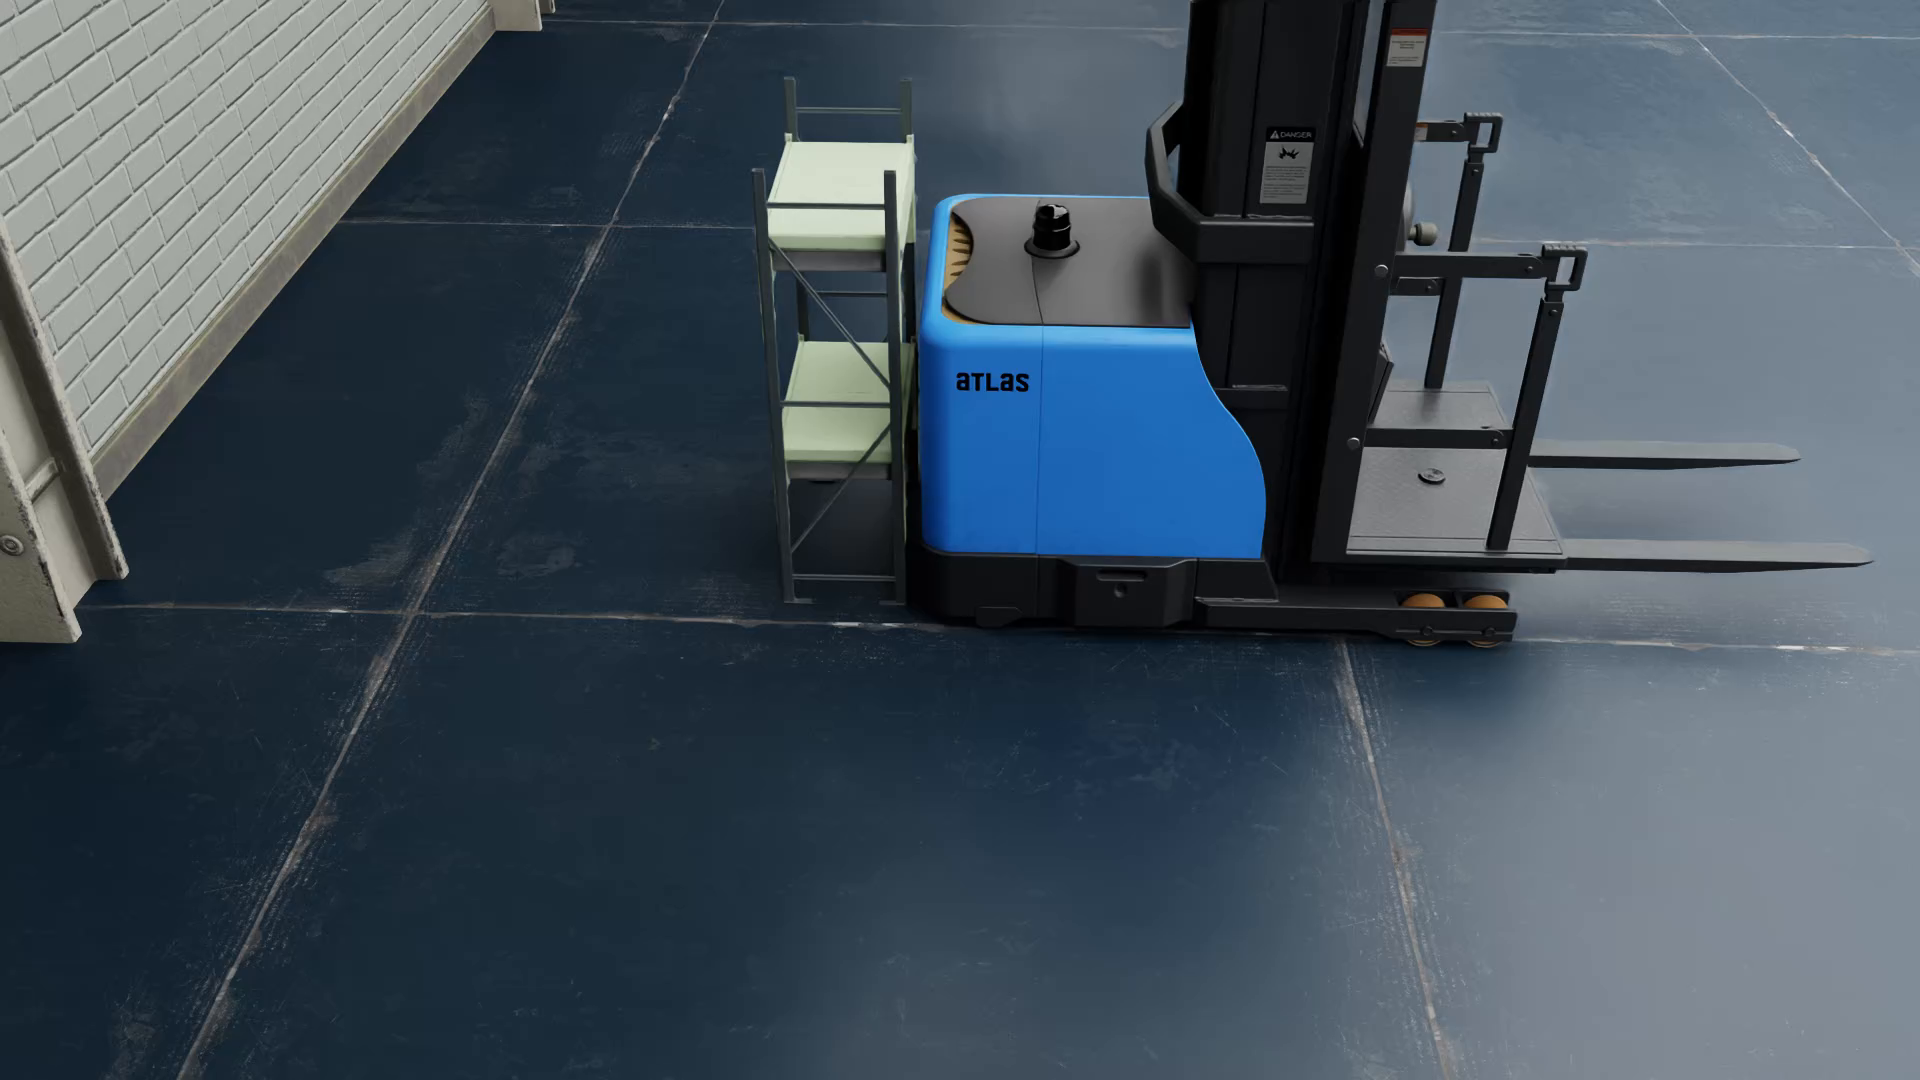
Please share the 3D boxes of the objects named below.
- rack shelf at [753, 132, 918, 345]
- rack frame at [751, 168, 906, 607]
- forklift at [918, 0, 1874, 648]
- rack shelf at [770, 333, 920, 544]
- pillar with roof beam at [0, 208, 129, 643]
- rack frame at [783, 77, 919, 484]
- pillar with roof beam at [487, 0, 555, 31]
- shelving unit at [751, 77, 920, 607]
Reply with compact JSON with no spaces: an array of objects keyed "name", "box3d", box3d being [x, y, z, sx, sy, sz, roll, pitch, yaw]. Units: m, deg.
[{"name":"rack shelf","box3d":[-0.364,-0.936,5.099,0.431,0.370,0.720,1,35,2]},{"name":"rack frame","box3d":[-0.376,-0.406,5.024,0.400,1.500,0.023,1,35,2]},{"name":"forklift","box3d":[1.396,-1.172,4.868,3.031,2.935,1.130,1,35,2]},{"name":"rack shelf","box3d":[-0.364,-0.350,5.510,0.431,0.370,0.720,1,35,2]},{"name":"pillar with roof beam","box3d":[1.341,-3.372,2.722,9.100,9.000,0.400,1,35,2]},{"name":"rack frame","box3d":[-0.351,-0.827,5.622,0.400,1.500,0.023,1,35,2]},{"name":"pillar with roof beam","box3d":[1.582,-6.819,7.627,9.100,9.000,0.400,1,35,2]},{"name":"shelving unit","box3d":[-0.364,-0.617,5.323,0.431,1.500,0.755,1,35,2]}]
